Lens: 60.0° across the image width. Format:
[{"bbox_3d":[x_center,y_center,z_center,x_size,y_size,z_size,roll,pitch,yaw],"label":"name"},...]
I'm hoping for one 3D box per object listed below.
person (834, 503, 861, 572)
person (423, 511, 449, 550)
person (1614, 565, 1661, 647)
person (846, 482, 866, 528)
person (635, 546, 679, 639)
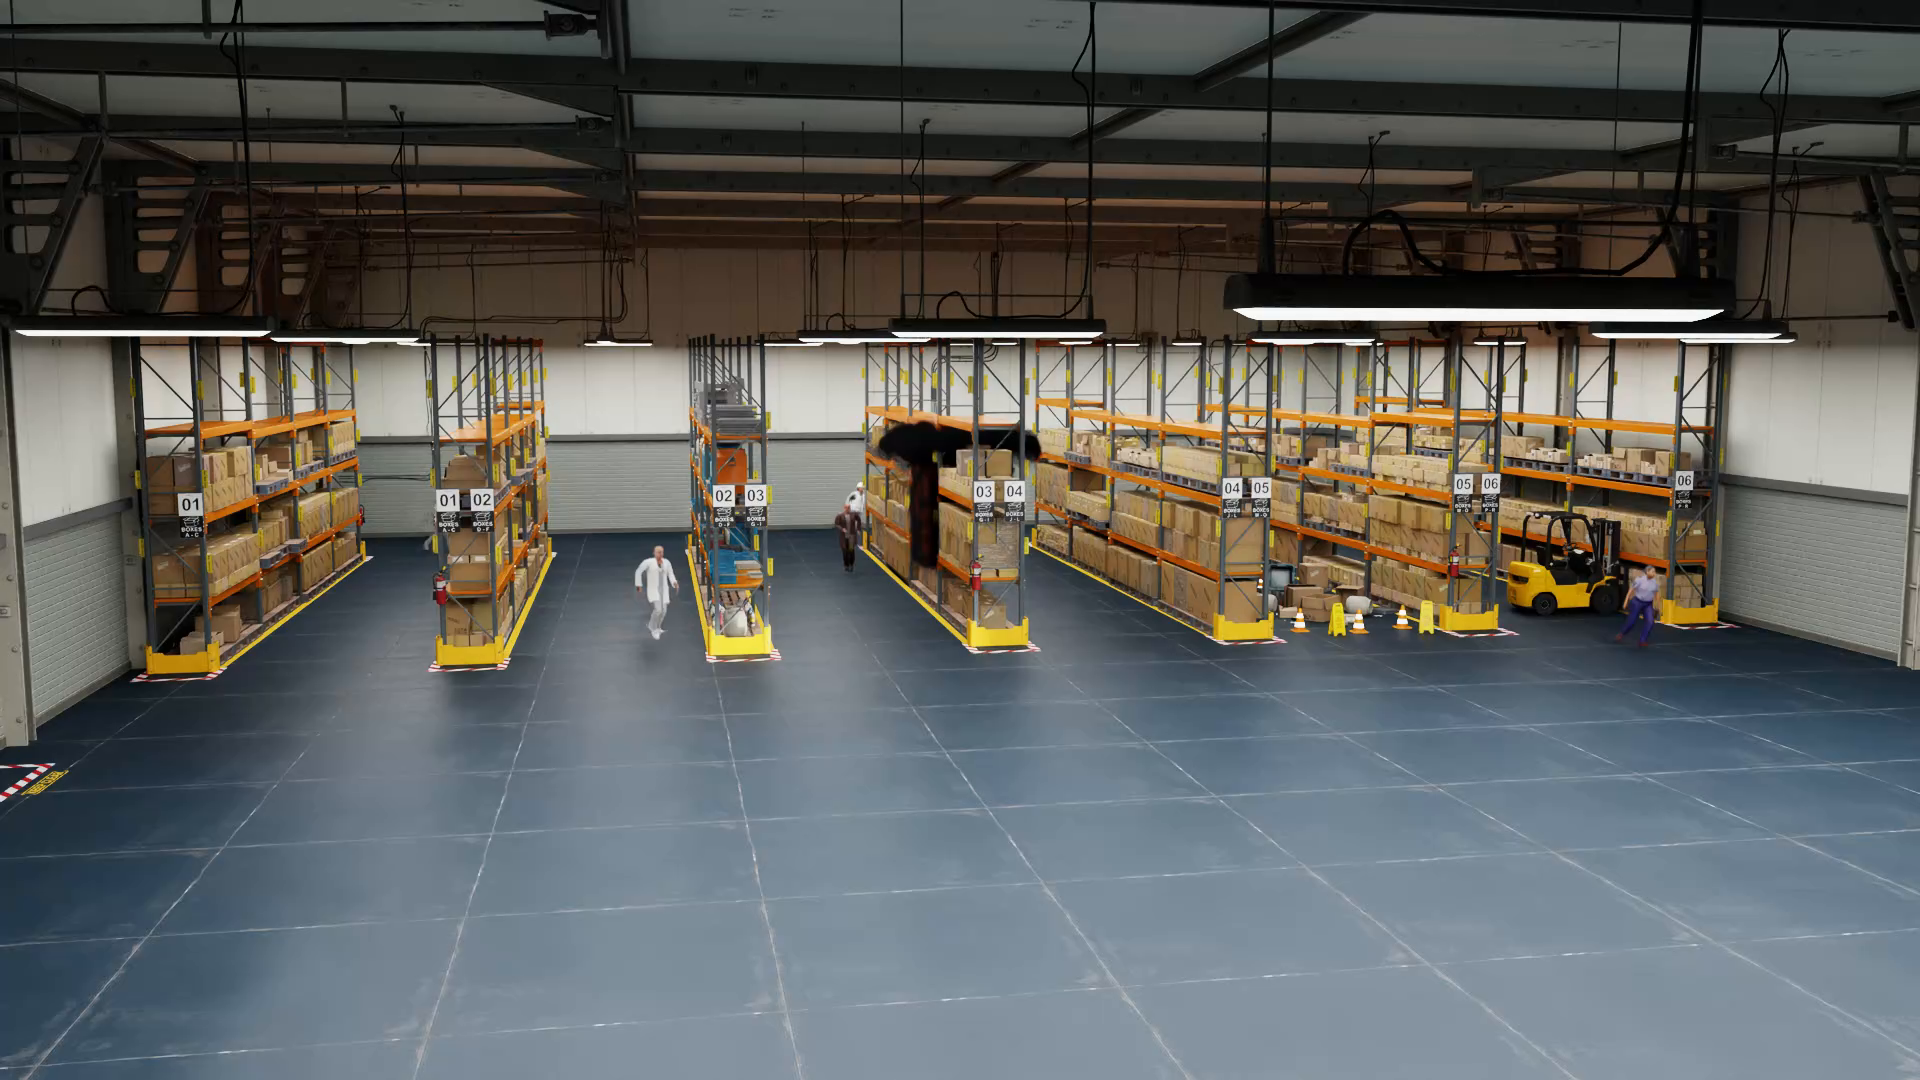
[{"bbox_3d":[-2.828,-0.066,41.891,0.667,1.758,0.847,0,7,-3],"label":"person"},{"bbox_3d":[-14.701,-0.429,47.109,1.134,1.449,0.580,2,7,15],"label":"person"},{"bbox_3d":[13.140,1.250,32.214,0.680,1.588,0.680,-1,7,-12],"label":"person"},{"bbox_3d":[-3.172,-0.855,49.853,0.797,1.734,0.709,6,9,45],"label":"person"},{"bbox_3d":[-5.744,1.006,31.666,0.701,1.781,0.765,-5,8,-37],"label":"person"}]
